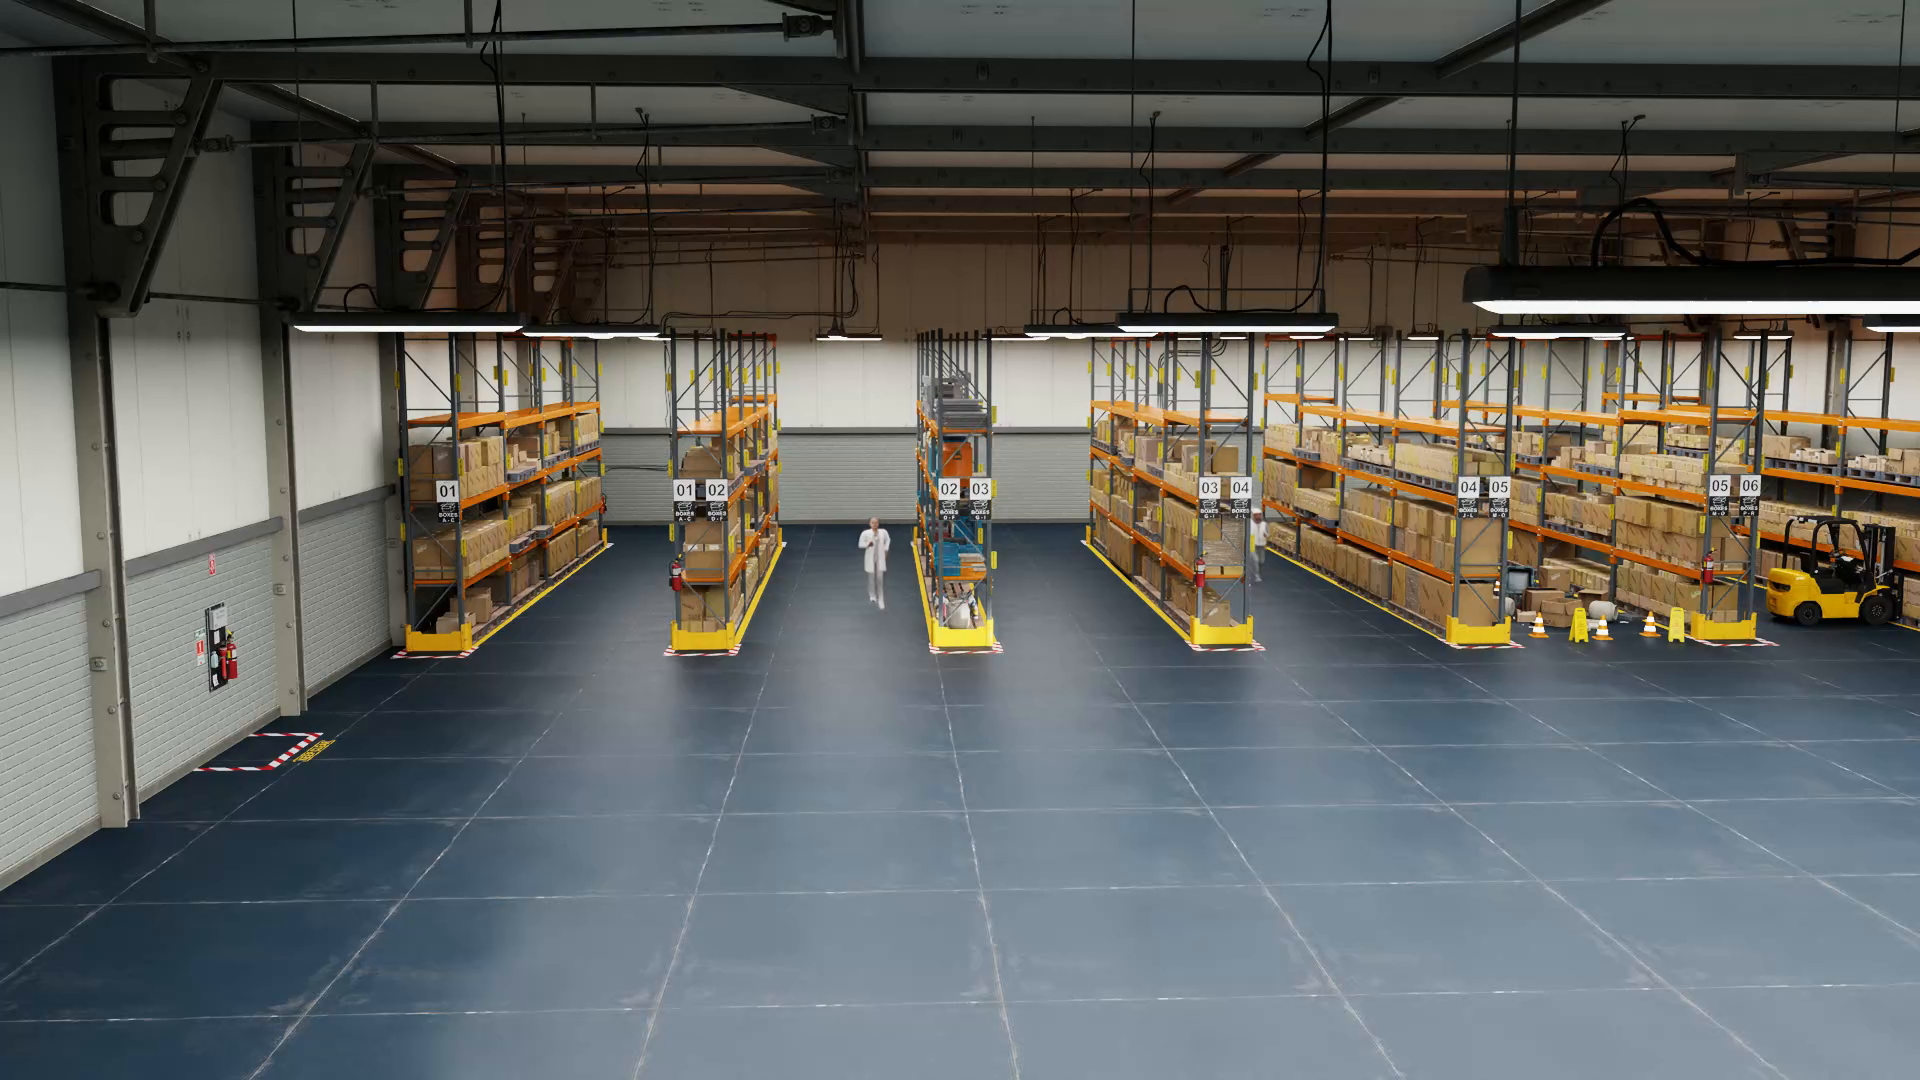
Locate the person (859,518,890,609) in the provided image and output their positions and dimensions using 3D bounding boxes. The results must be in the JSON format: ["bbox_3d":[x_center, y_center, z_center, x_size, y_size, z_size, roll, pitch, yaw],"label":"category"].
[{"bbox_3d":[-1.775,0.475,34.769,0.690,1.895,0.794,-1,7,-9],"label":"person"}]

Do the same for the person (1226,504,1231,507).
[{"bbox_3d":[7.419,-0.682,47.639,0.685,1.611,0.866,1,7,11],"label":"person"}]

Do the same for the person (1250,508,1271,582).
[{"bbox_3d":[7.175,0.111,40.205,0.667,1.750,0.915,-1,7,-7],"label":"person"}]
